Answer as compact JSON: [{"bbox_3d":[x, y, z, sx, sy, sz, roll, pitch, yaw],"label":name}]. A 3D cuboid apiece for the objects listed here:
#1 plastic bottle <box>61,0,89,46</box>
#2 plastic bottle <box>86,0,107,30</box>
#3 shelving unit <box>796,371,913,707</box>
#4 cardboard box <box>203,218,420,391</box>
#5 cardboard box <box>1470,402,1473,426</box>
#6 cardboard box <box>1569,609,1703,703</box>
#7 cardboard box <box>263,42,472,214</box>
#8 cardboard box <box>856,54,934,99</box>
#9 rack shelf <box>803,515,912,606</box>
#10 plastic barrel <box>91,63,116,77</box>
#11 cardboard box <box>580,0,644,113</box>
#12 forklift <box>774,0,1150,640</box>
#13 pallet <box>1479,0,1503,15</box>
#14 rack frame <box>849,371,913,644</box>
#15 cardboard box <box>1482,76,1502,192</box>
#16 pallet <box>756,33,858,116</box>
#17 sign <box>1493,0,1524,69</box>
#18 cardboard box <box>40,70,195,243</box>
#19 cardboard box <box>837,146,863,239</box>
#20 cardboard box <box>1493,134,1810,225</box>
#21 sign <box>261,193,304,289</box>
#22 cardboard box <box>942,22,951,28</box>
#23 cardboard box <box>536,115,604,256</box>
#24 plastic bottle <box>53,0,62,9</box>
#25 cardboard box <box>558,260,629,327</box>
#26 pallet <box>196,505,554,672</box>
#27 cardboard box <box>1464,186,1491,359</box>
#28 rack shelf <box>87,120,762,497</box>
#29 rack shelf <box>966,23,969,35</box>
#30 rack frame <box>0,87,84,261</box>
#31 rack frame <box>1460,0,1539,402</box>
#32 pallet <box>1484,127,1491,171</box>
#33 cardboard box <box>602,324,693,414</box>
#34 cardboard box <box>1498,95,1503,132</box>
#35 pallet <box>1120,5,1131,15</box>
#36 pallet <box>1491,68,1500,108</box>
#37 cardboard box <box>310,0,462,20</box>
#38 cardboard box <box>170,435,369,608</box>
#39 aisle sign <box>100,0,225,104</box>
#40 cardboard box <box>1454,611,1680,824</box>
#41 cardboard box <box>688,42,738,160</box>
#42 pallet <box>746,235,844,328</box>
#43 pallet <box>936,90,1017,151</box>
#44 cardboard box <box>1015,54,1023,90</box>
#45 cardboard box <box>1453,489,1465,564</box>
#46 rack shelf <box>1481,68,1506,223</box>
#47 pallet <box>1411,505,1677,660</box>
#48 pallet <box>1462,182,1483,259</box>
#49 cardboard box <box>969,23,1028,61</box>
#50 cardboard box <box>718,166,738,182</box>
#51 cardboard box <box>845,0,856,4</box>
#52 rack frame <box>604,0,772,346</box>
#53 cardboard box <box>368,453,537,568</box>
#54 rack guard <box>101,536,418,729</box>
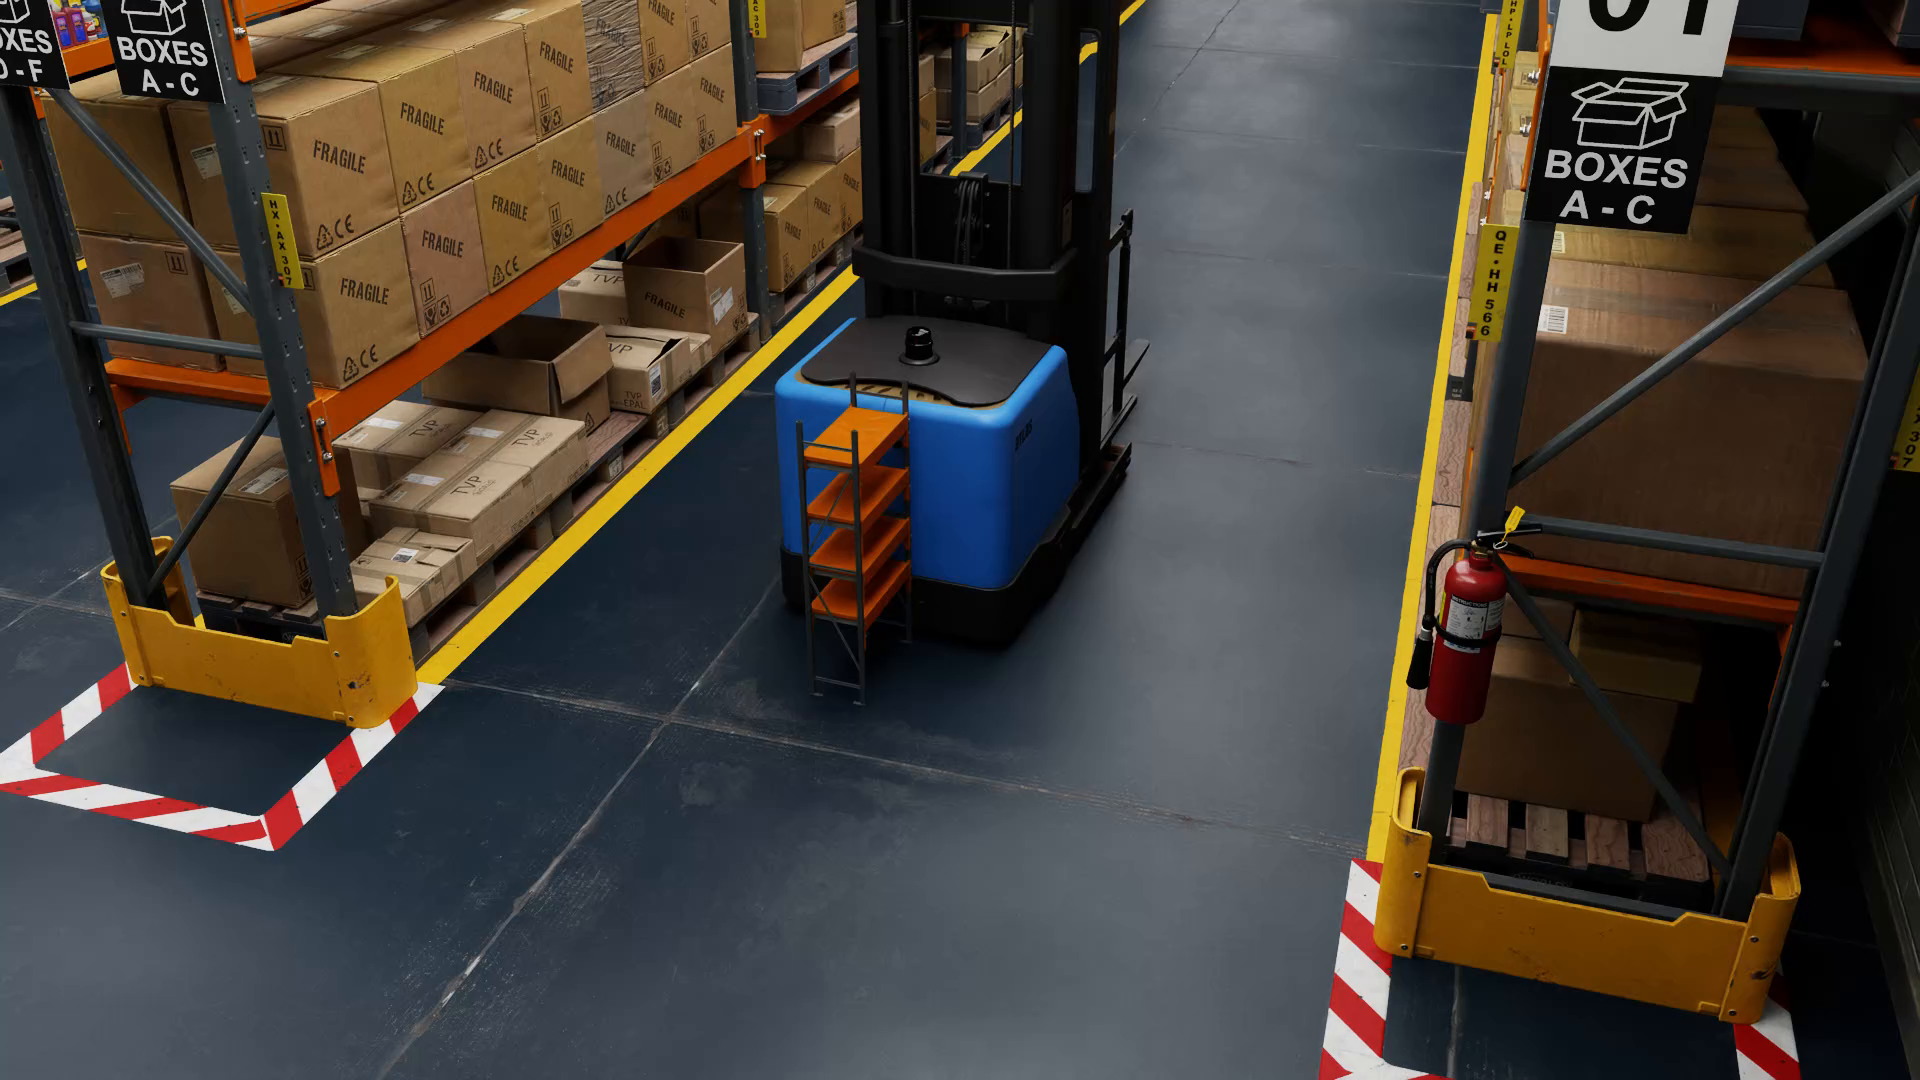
[{"bbox_3d":[-5.796,-3.387,10.873,0.061,0.283,0.133,8,30,15],"label":"plastic bottle"},{"bbox_3d":[-5.743,-3.543,11.161,0.152,0.276,0.135,8,30,15],"label":"plastic bottle"},{"bbox_3d":[-0.399,0.000,6.515,0.258,1.200,0.503,10,31,18],"label":"shelving unit"},{"bbox_3d":[-2.408,-0.911,6.200,0.500,0.500,0.500,9,30,16],"label":"cardboard box"},{"bbox_3d":[2.375,-0.519,7.069,0.380,0.149,0.250,8,30,13],"label":"cardboard box"},{"bbox_3d":[2.211,0.379,5.456,0.380,0.149,0.250,9,30,15],"label":"cardboard box"},{"bbox_3d":[-2.262,-1.592,6.395,0.500,0.500,0.500,9,30,15],"label":"cardboard box"},{"bbox_3d":[-0.505,-3.350,12.033,0.500,0.250,0.500,10,31,17],"label":"cardboard box"},{"bbox_3d":[-0.399,0.059,6.548,0.258,0.148,0.480,10,31,18],"label":"rack shelf"},{"bbox_3d":[-5.966,-3.112,11.986,0.600,0.901,0.708,8,30,15],"label":"plastic barrel"},{"bbox_3d":[-1.813,-2.294,7.657,0.500,0.500,0.500,9,30,15],"label":"cardboard box"},{"bbox_3d":[0.218,-1.568,7.554,1.130,2.935,3.031,10,31,18],"label":"forklift"},{"bbox_3d":[4.402,-3.974,12.006,1.213,0.211,1.003,8,30,15],"label":"pallet"},{"bbox_3d":[-0.314,-0.111,6.715,0.240,1.200,0.015,10,31,18],"label":"rack frame"},{"bbox_3d":[3.953,-2.633,11.176,0.750,0.750,0.750,8,30,14],"label":"cardboard box"},{"bbox_3d":[-1.277,-2.830,9.949,1.003,0.211,1.213,8,30,15],"label":"pallet"},{"bbox_3d":[2.599,-2.397,7.864,0.100,0.325,0.005,8,30,15],"label":"sign"},{"bbox_3d":[-2.922,-1.426,6.096,0.500,0.500,0.500,8,30,14],"label":"cardboard box"},{"bbox_3d":[-0.941,-2.329,10.969,0.500,0.500,0.500,9,30,15],"label":"cardboard box"},{"bbox_3d":[2.522,-1.056,6.254,0.980,0.700,0.700,7,30,12],"label":"cardboard box"},{"bbox_3d":[-2.271,-1.000,5.572,0.100,0.325,0.005,8,30,15],"label":"sign"},{"bbox_3d":[-0.227,-4.399,14.392,0.500,0.311,0.500,8,30,15],"label":"cardboard box"},{"bbox_3d":[-1.963,-1.617,7.468,0.500,0.500,0.500,9,30,16],"label":"cardboard box"},{"bbox_3d":[-6.255,-3.698,11.363,0.144,0.351,0.185,8,30,15],"label":"plastic bottle"},{"bbox_3d":[-1.946,-1.411,9.514,0.500,0.311,0.500,8,30,15],"label":"cardboard box"},{"bbox_3d":[-2.535,0.114,7.329,1.003,0.211,1.213,8,30,15],"label":"pallet"},{"bbox_3d":[3.187,-1.418,8.992,0.750,0.750,0.750,9,30,15],"label":"cardboard box"},{"bbox_3d":[-2.203,-1.314,7.767,1.077,0.370,4.000,8,30,15],"label":"rack shelf"},{"bbox_3d":[0.145,-5.032,14.450,1.077,0.370,4.000,8,30,15],"label":"rack shelf"},{"bbox_3d":[-6.350,-3.266,10.536,1.000,3.000,0.127,8,30,15],"label":"rack frame"},{"bbox_3d":[3.120,-1.853,7.995,1.000,3.000,0.127,8,30,15],"label":"rack frame"},{"bbox_3d":[4.525,-2.856,12.667,1.003,0.211,1.213,8,30,15],"label":"pallet"},{"bbox_3d":[-1.732,-0.921,8.634,0.500,0.311,0.500,8,30,15],"label":"cardboard box"},{"bbox_3d":[3.141,-2.315,9.064,0.380,0.149,0.250,9,30,15],"label":"cardboard box"},{"bbox_3d":[1.362,-5.990,18.300,1.003,0.211,1.213,8,30,15],"label":"pallet"},{"bbox_3d":[5.242,-3.990,14.705,1.003,0.211,1.213,8,30,15],"label":"pallet"},{"bbox_3d":[-2.476,-2.141,7.382,0.500,0.500,0.500,9,30,16],"label":"cardboard box"},{"bbox_3d":[-2.866,-0.087,6.939,0.500,0.500,0.500,8,30,15],"label":"cardboard box"},{"bbox_3d":[-2.529,-1.761,5.157,0.394,0.787,0.004,8,30,15],"label":"aisle sign"},{"bbox_3d":[2.056,0.575,5.770,0.700,0.500,0.500,8,30,15],"label":"cardboard box"},{"bbox_3d":[-1.518,-2.333,8.755,0.500,0.500,0.500,9,30,16],"label":"cardboard box"},{"bbox_3d":[-1.413,-1.723,10.630,1.003,0.211,1.213,8,30,15],"label":"pallet"},{"bbox_3d":[-0.163,-3.575,13.960,1.003,0.211,1.213,8,30,15],"label":"pallet"},{"bbox_3d":[0.286,-4.076,14.389,0.500,0.250,0.500,8,30,14],"label":"cardboard box"},{"bbox_3d":[2.500,-0.140,7.055,0.700,0.500,0.500,9,30,16],"label":"cardboard box"},{"bbox_3d":[3.708,-2.468,9.841,1.077,0.370,4.000,8,30,15],"label":"rack shelf"},{"bbox_3d":[2.466,0.277,7.035,1.003,0.211,1.213,8,30,15],"label":"pallet"},{"bbox_3d":[3.991,-2.138,11.375,1.003,0.211,1.213,8,30,15],"label":"pallet"},{"bbox_3d":[0.290,-4.327,14.263,0.500,0.311,0.500,8,30,14],"label":"cardboard box"},{"bbox_3d":[-1.592,-2.157,10.660,0.500,0.500,0.500,9,30,15],"label":"cardboard box"},{"bbox_3d":[-0.970,-3.938,11.208,0.700,0.500,0.500,14,32,24],"label":"cardboard box"},{"bbox_3d":[-1.616,-2.558,9.263,1.000,3.000,0.127,8,30,15],"label":"rack frame"},{"bbox_3d":[-2.213,-0.134,7.282,0.500,0.250,0.500,8,30,15],"label":"cardboard box"},{"bbox_3d":[-2.768,0.358,6.592,1.175,0.500,0.348,8,30,15],"label":"rack guard"}]
